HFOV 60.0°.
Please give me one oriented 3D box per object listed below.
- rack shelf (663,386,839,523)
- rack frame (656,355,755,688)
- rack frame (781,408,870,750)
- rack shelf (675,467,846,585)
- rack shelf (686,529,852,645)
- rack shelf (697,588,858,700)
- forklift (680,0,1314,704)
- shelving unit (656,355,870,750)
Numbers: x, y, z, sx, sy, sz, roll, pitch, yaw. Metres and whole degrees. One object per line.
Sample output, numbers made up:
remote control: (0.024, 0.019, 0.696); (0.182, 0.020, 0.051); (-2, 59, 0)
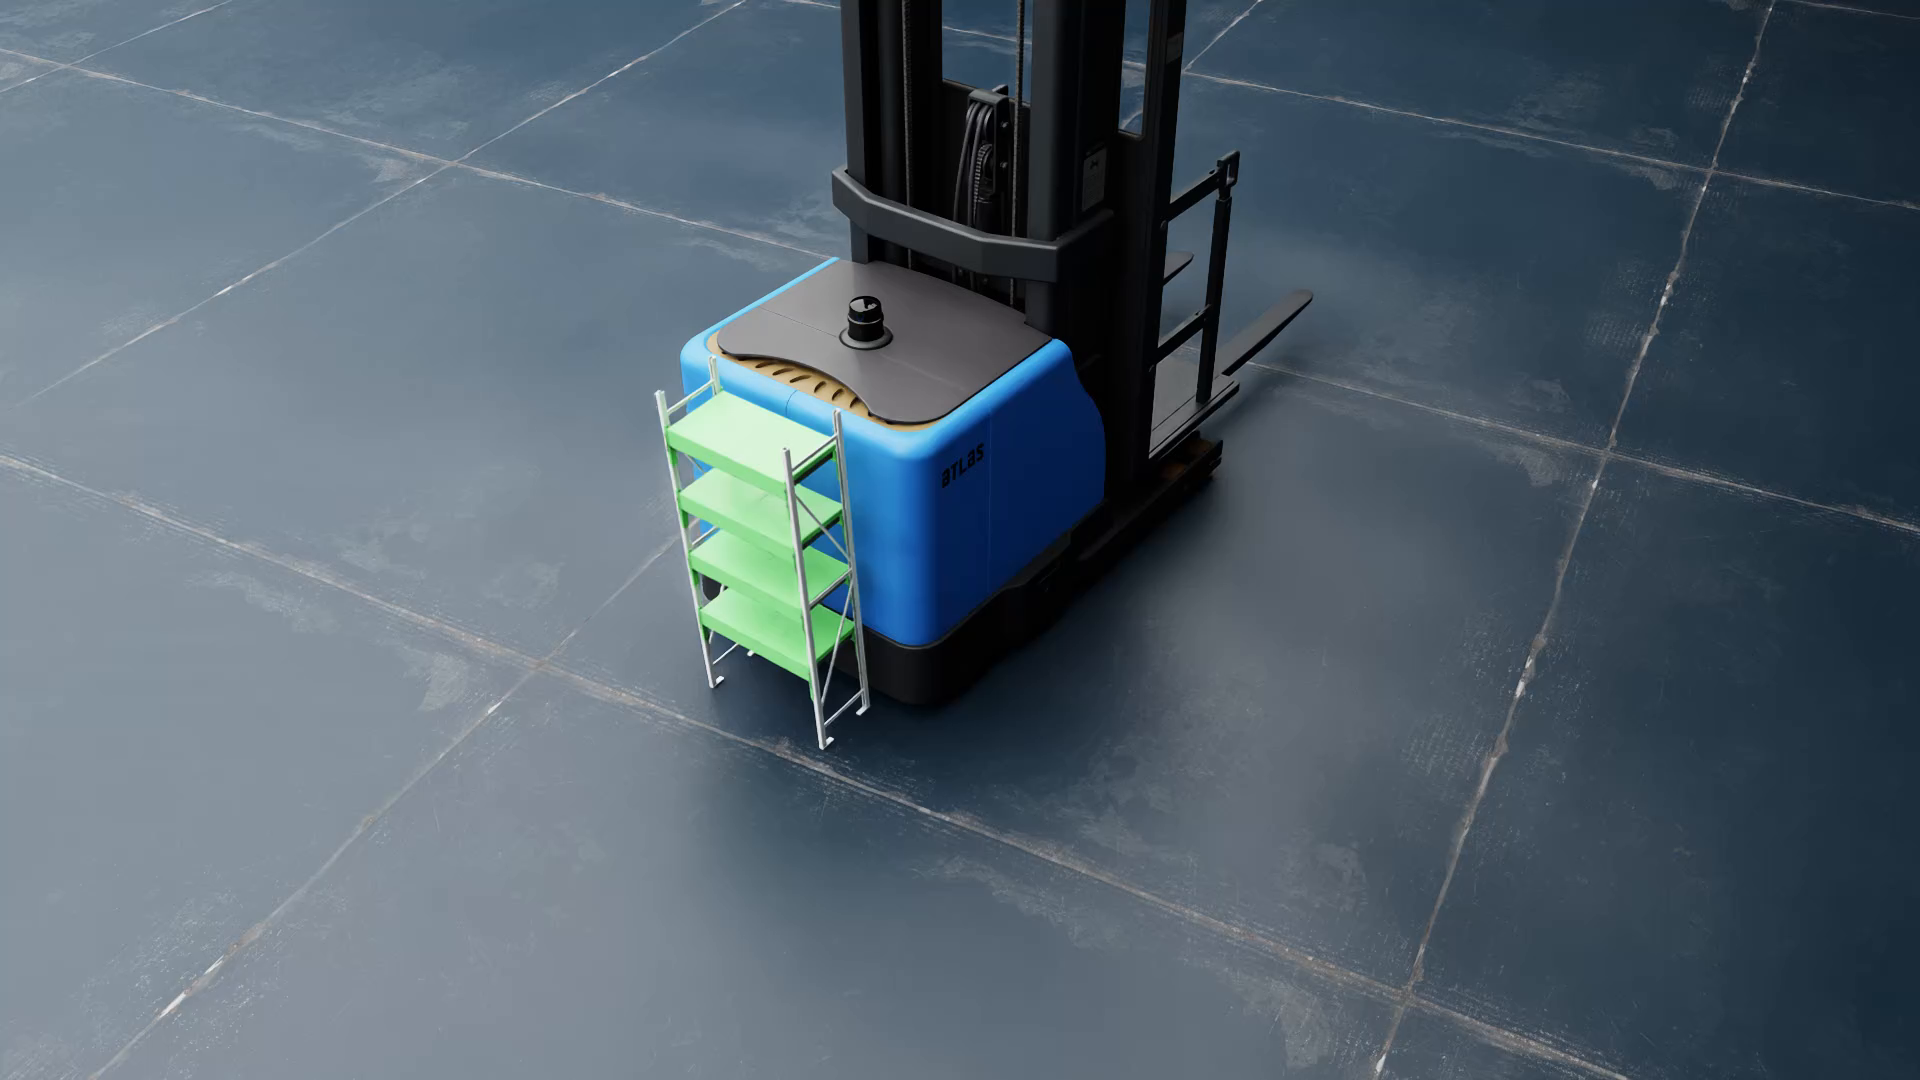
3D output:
rack shelf: (-0.605, -0.258, 4.898); (0.480, 0.148, 0.258); (25, 47, 29)
rack frame: (-0.785, -0.027, 5.282); (0.015, 1.200, 0.240); (25, 47, 29)
rack frame: (-0.396, 0.150, 5.047); (0.015, 1.200, 0.240); (25, 47, 29)
rack shelf: (-0.597, -0.074, 5.052); (0.480, 0.148, 0.258); (25, 47, 29)
rack shelf: (-0.588, 0.111, 5.205); (0.480, 0.148, 0.258); (25, 47, 29)
rack shelf: (-0.580, 0.295, 5.359); (0.480, 0.148, 0.258); (25, 47, 29)
forklift: (0.377, -1.469, 5.760); (1.130, 2.935, 3.031); (25, 44, 29)
shelving unit: (-0.591, 0.061, 5.164); (0.503, 1.200, 0.258); (25, 47, 29)
